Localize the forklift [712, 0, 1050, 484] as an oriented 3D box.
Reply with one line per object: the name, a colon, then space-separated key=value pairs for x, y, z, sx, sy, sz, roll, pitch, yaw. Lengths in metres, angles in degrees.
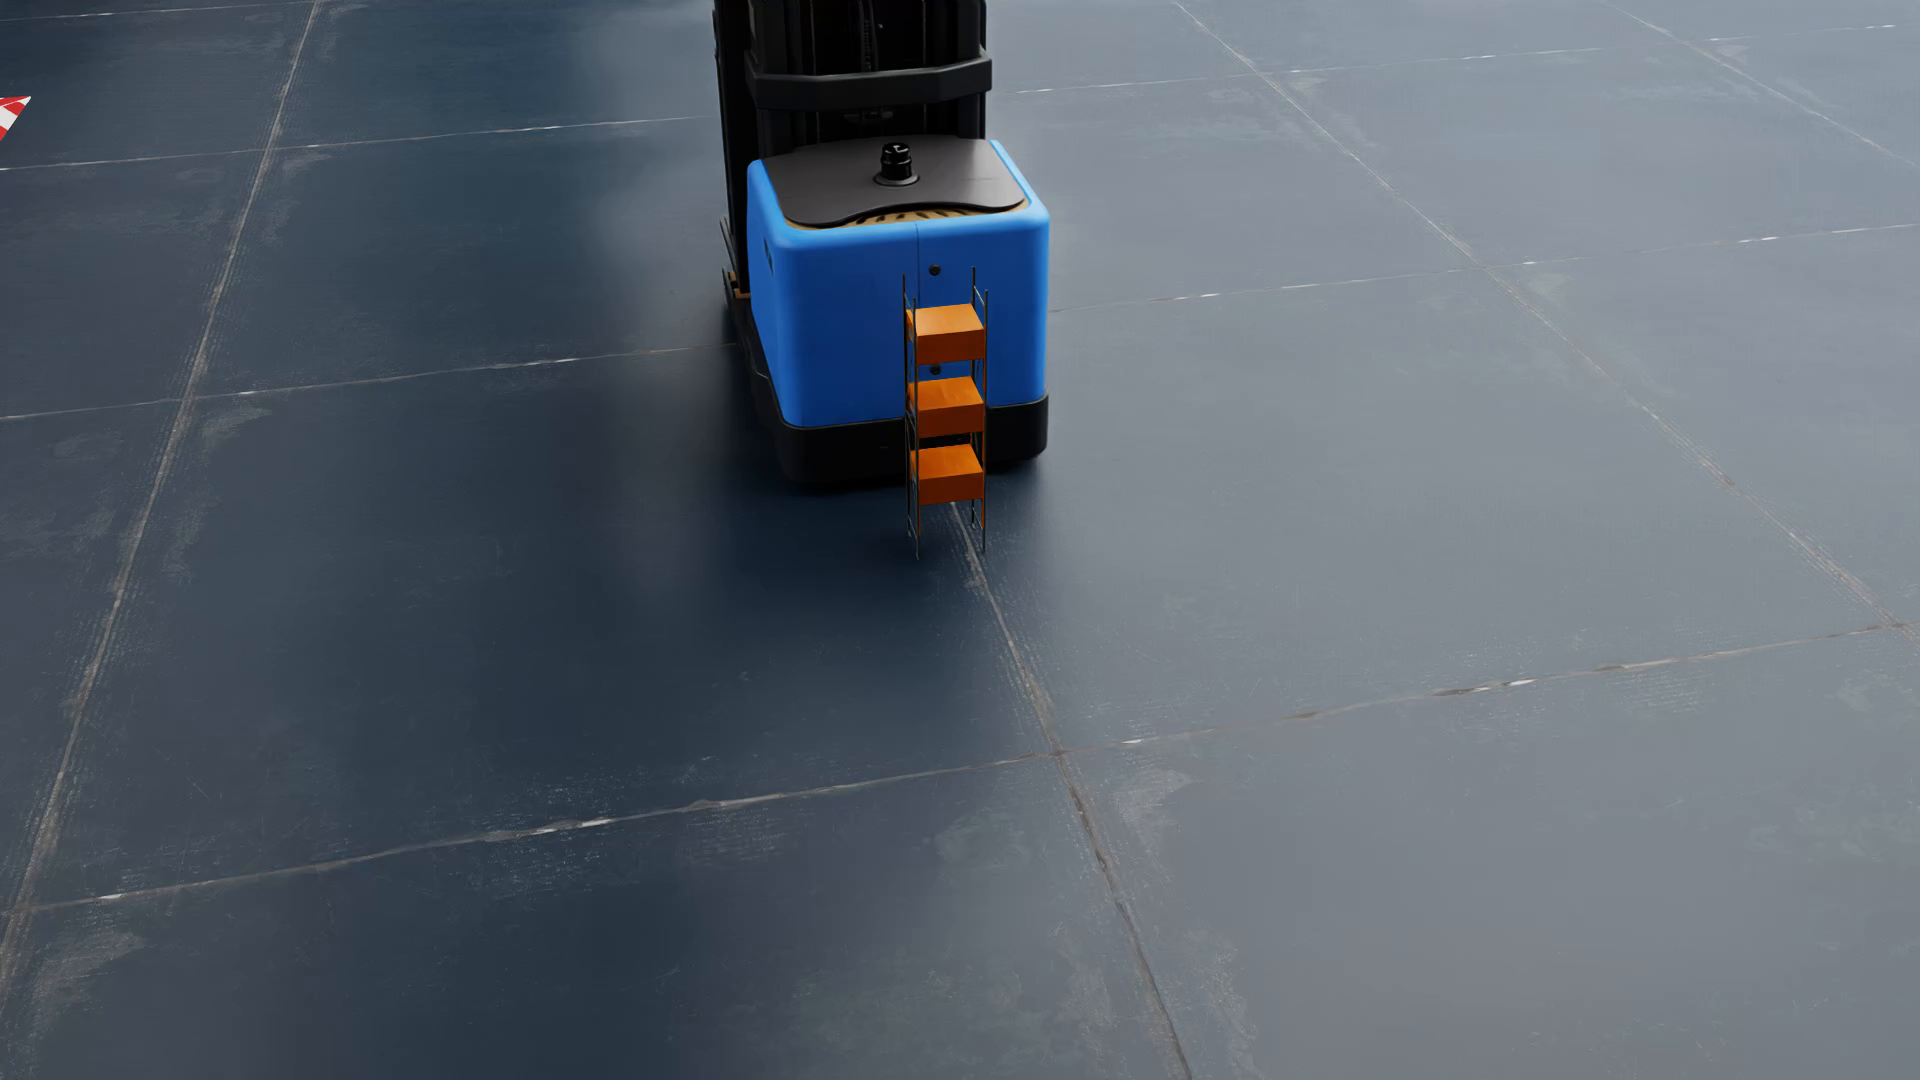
forklift: x=-0.490 y=-2.248 z=6.882 sx=1.130 sy=2.935 sz=3.031 roll=-7 pitch=35 yaw=-11

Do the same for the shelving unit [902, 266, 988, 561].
shelving unit: x=-0.052 y=-0.429 z=5.860 sx=0.252 sy=1.050 sz=0.215 roll=-7 pitch=35 yaw=-11

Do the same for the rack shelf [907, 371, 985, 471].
rack shelf: x=-0.052 y=-0.421 z=5.866 sx=0.240 sy=0.259 sz=0.215 roll=-7 pitch=35 yaw=-11

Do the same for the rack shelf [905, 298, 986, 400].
rack shelf: x=-0.052 y=-0.656 z=5.708 sx=0.240 sy=0.259 sz=0.215 roll=-7 pitch=35 yaw=-11

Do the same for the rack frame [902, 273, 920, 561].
rack frame: x=-0.171 y=-0.414 z=5.838 sx=0.008 sy=1.050 sz=0.200 roll=-7 pitch=35 yaw=-11

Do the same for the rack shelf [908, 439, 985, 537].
rack shelf: x=-0.052 y=-0.190 z=6.021 sx=0.240 sy=0.259 sz=0.215 roll=-7 pitch=35 yaw=-11

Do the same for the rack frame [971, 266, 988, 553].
rack frame: x=0.067 y=-0.444 z=5.882 sx=0.008 sy=1.050 sz=0.200 roll=-7 pitch=35 yaw=-11
